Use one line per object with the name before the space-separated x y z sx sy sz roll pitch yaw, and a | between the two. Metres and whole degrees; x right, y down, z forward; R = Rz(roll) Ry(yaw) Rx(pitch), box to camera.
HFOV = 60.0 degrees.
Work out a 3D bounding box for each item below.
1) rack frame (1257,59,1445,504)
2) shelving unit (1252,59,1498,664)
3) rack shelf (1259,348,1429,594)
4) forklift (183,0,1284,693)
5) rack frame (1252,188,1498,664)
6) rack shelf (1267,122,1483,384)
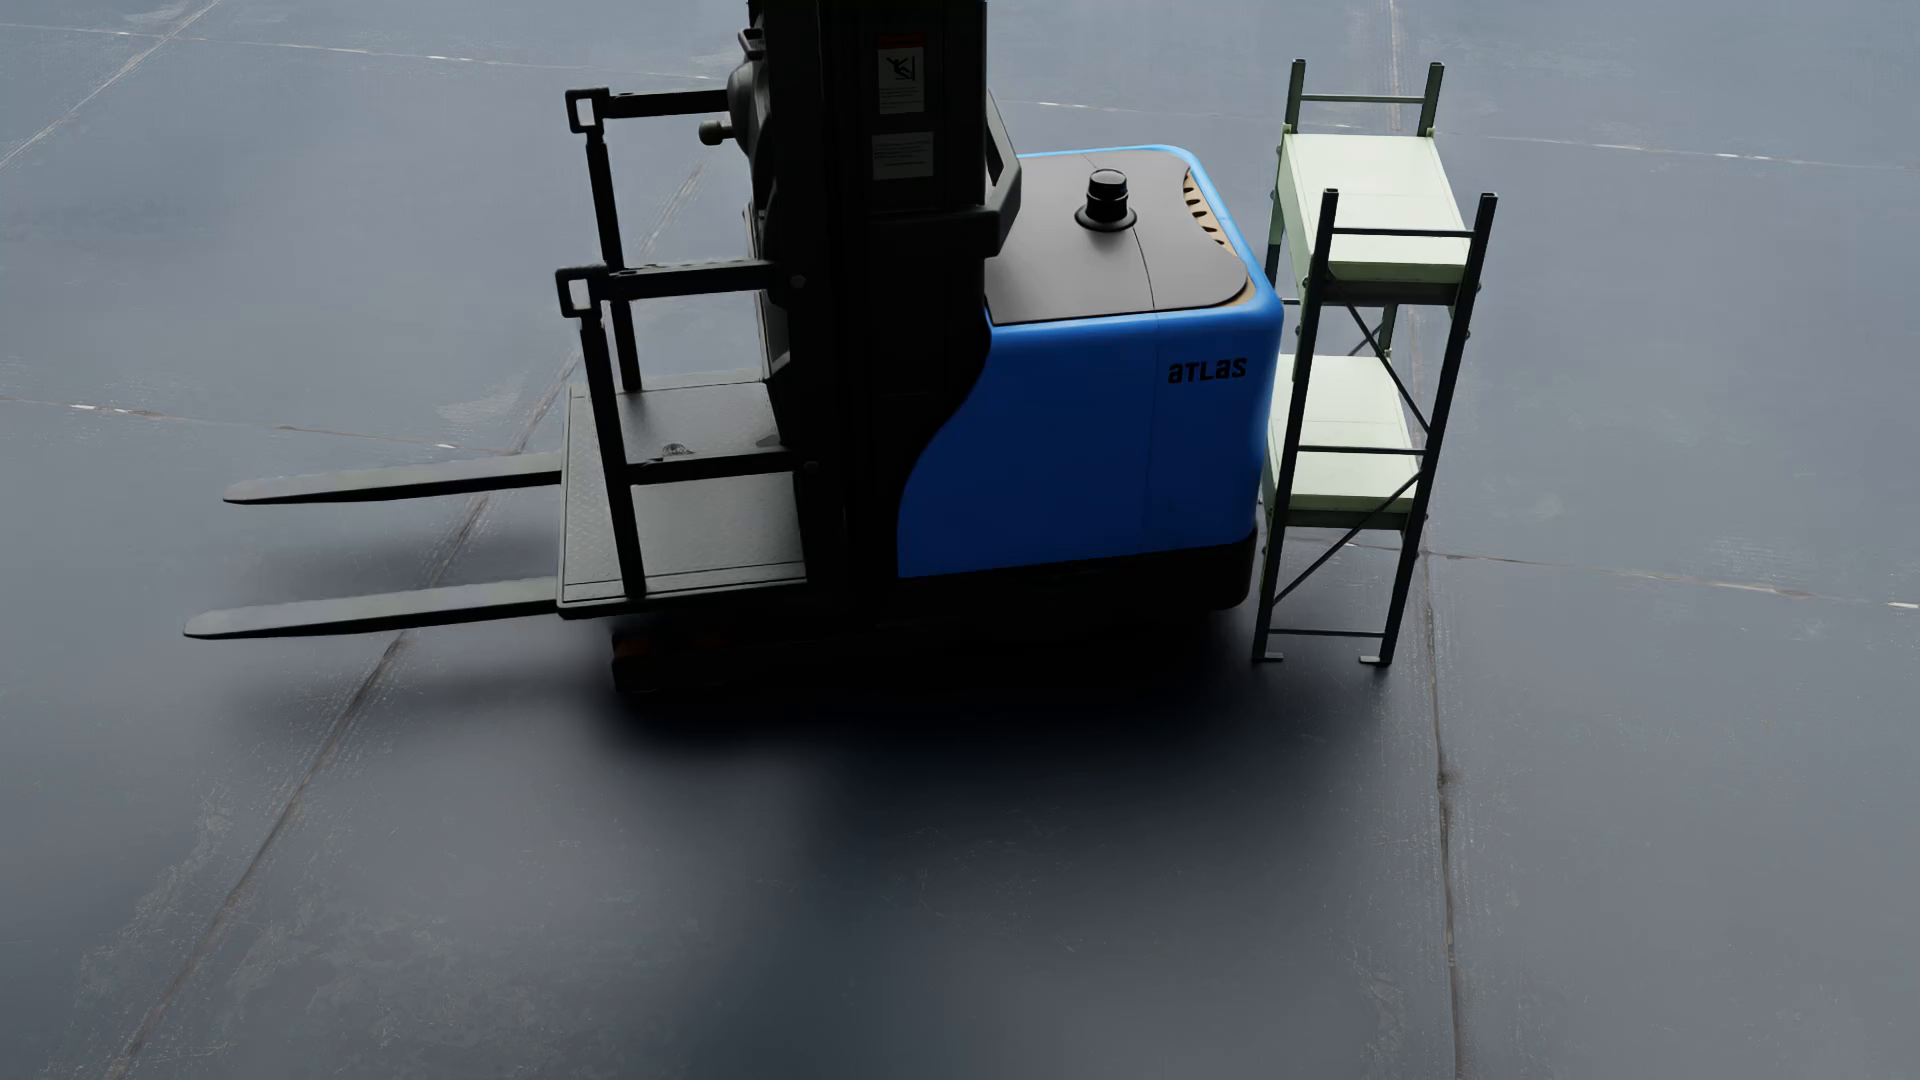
rack frame | 1.090 -0.698 4.917 0.400 1.500 0.023 2 40 2
shelving unit | 1.070 -0.465 4.635 0.431 1.500 0.755 2 40 2
rack shelf | 1.070 -0.214 4.843 0.431 0.370 0.720 2 40 2
forklift | -0.700 -1.057 4.228 3.031 2.935 1.130 -6 40 -7
rack frame | 1.050 -0.232 4.354 0.400 1.500 0.023 2 40 2
rack shelf | 1.070 -0.766 4.387 0.431 0.370 0.720 2 40 2
